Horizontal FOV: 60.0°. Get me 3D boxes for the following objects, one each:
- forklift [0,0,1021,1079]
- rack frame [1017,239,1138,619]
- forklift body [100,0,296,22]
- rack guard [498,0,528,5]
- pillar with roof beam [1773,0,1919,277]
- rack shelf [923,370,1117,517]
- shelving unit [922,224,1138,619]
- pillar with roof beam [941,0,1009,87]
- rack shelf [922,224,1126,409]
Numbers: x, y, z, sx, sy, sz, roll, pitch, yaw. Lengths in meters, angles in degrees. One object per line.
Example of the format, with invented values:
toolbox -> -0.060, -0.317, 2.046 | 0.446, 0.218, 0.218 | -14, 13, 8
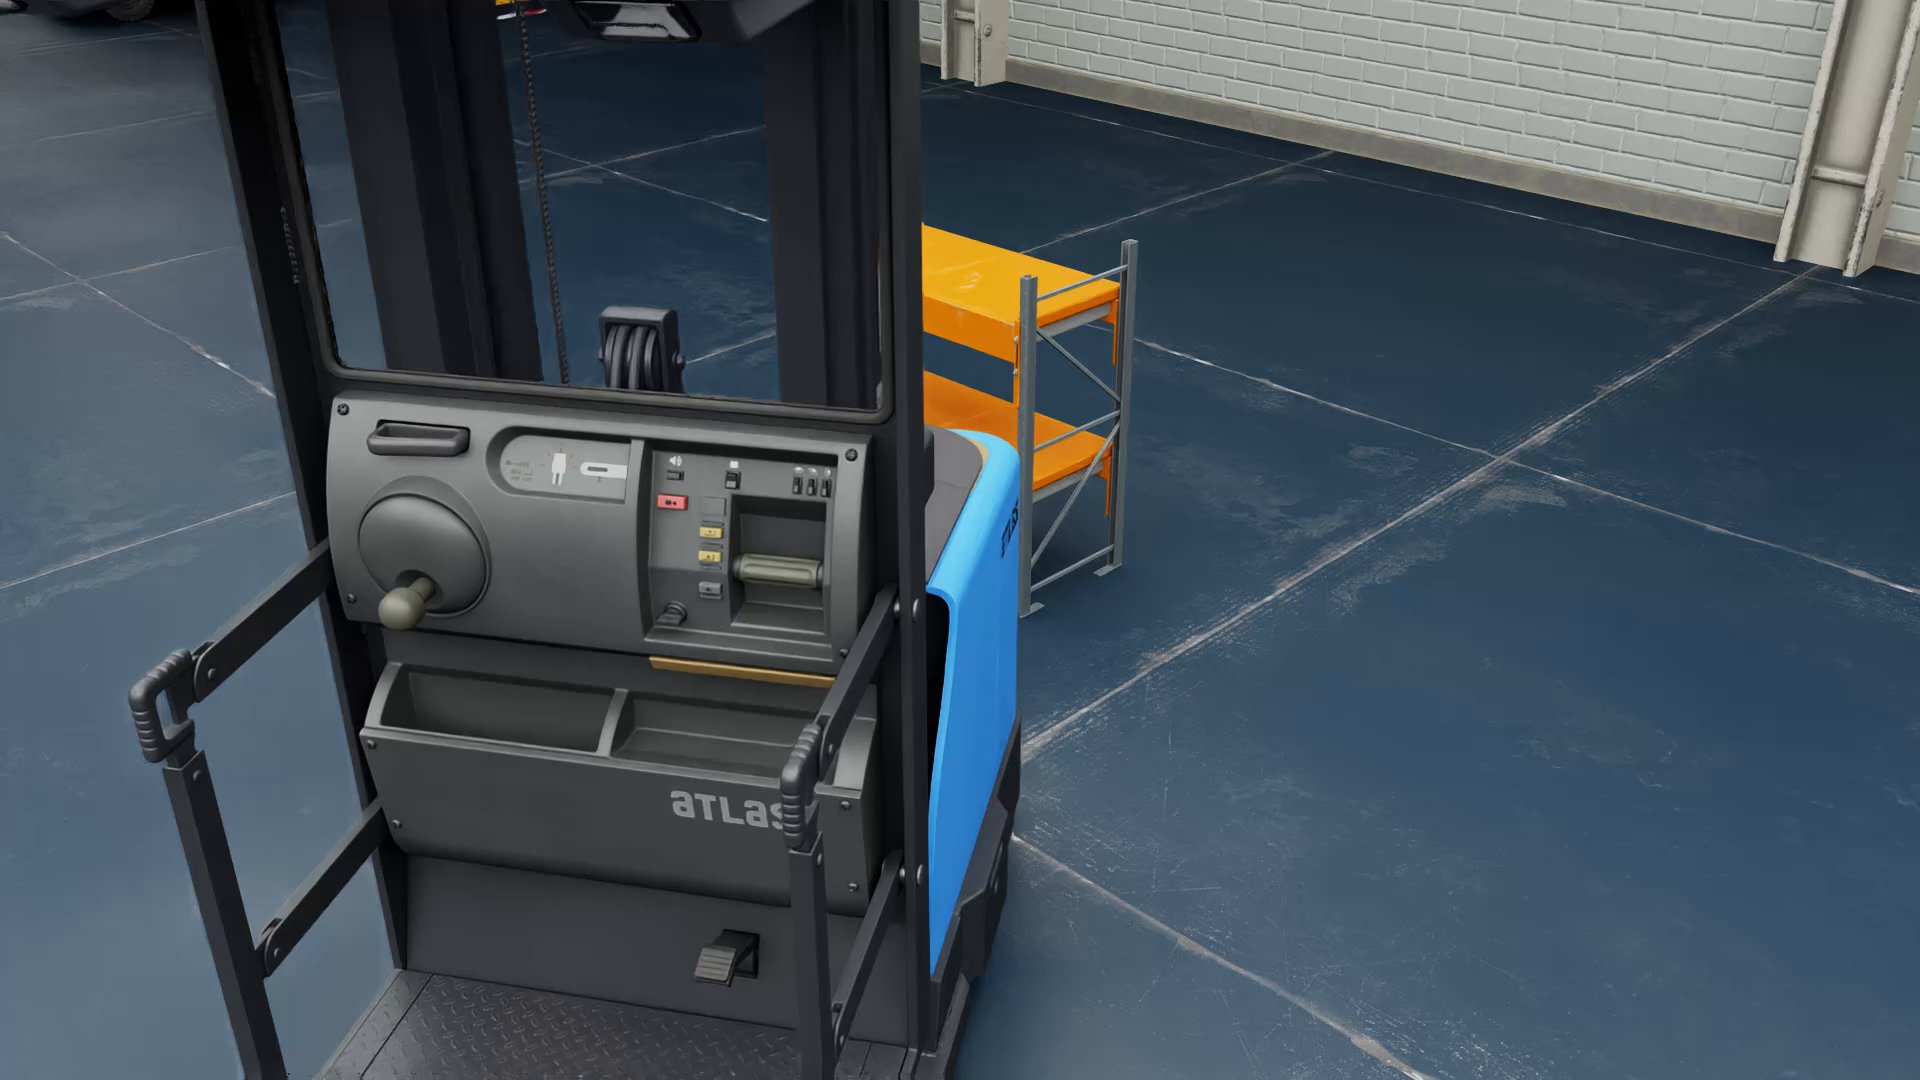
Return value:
forklift -> -0.650, 0.025, 2.554 | 1.130, 2.935, 3.031 | 6, 28, 10
rack frame -> 0.358, -0.334, 5.177 | 0.032, 1.125, 0.500 | 25, 36, 38
forklift body -> -6.940, -5.767, 14.406 | 1.214, 2.155, 2.313 | 25, 36, 38
rack guard -> -4.292, -5.015, 14.750 | 0.348, 0.500, 1.175 | 25, 36, 38
pillar with roof beam -> 1.365, -3.967, 3.624 | 0.400, 9.000, 9.100 | 25, 36, 38
rack shelf -> -0.005, -0.284, 5.606 | 1.000, 0.278, 0.538 | 25, 36, 38
shelving unit -> -0.005, -0.500, 5.492 | 1.048, 1.125, 0.538 | 25, 36, 38
pillar with roof beam -> -2.913, -5.924, 7.348 | 0.400, 9.000, 9.100 | 25, 36, 38
rack shelf -> -0.005, -0.759, 5.356 | 1.000, 0.278, 0.538 | 25, 36, 38
